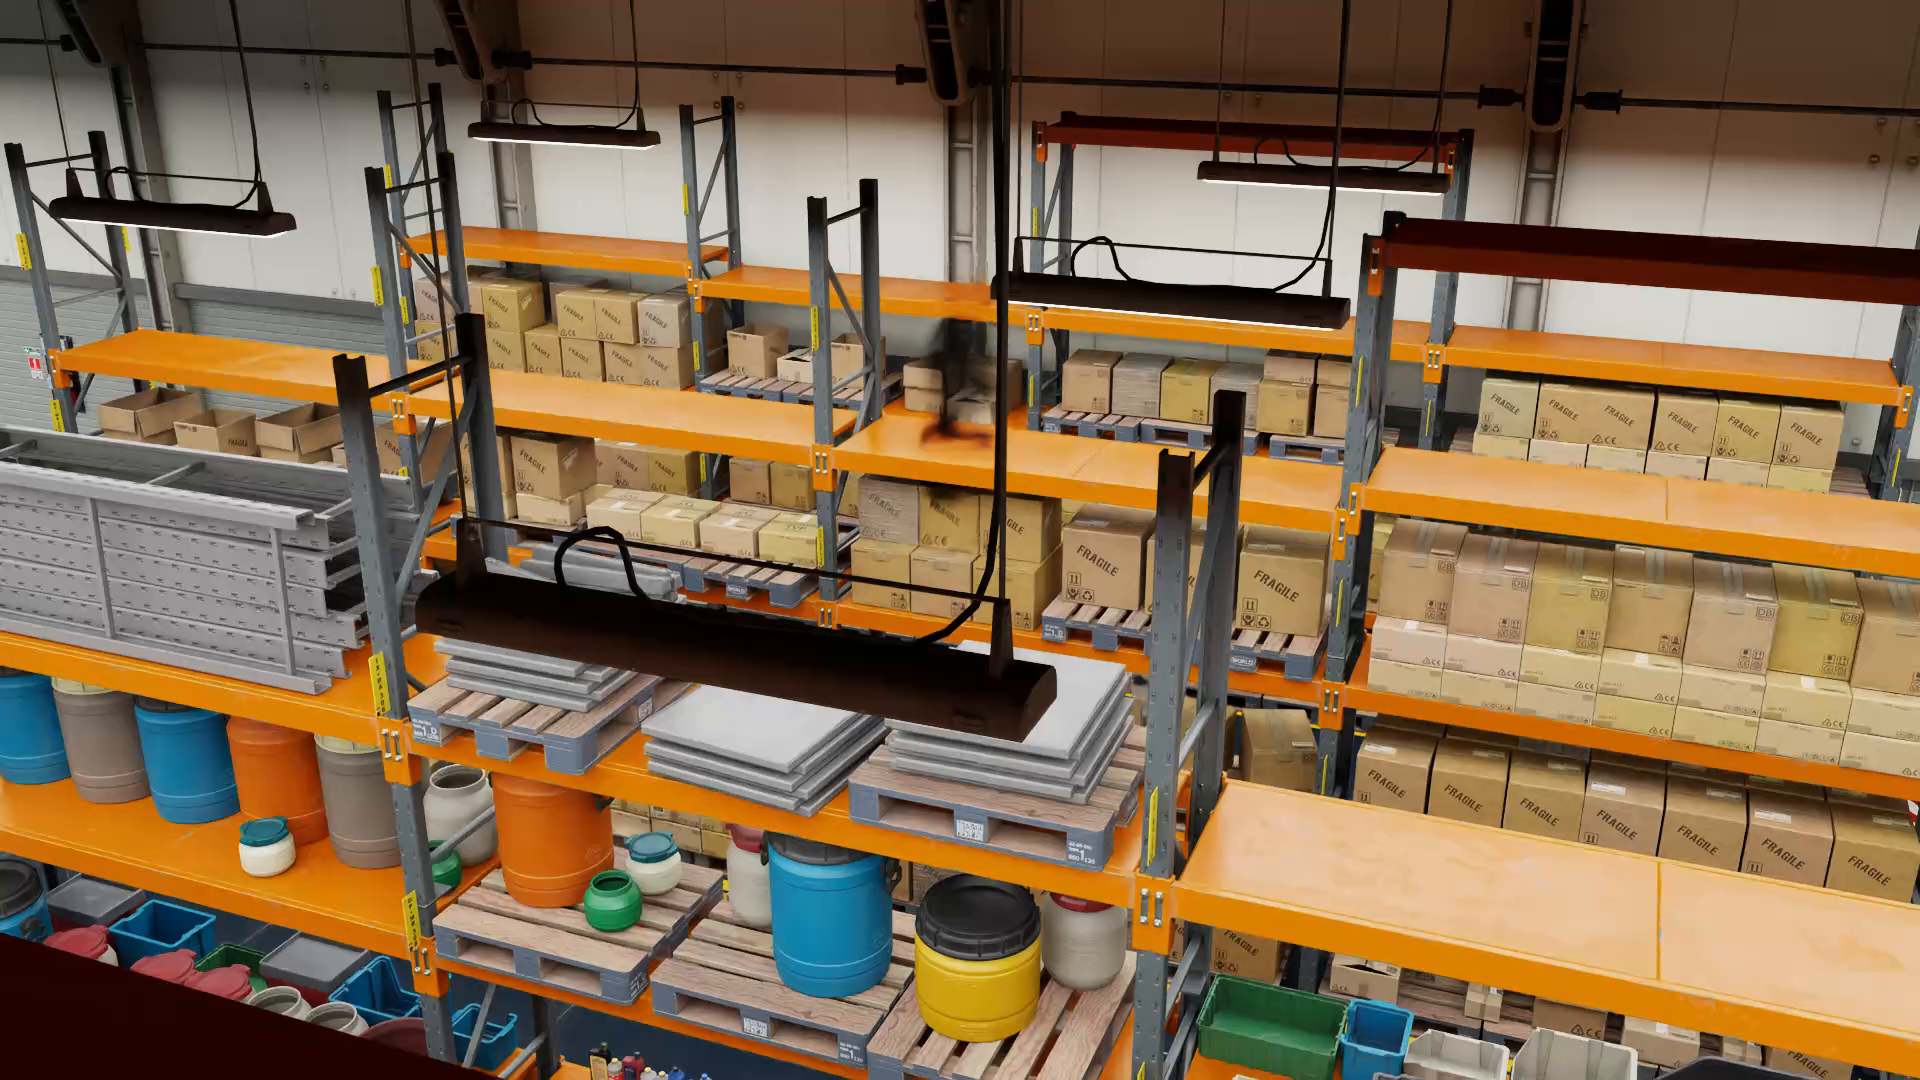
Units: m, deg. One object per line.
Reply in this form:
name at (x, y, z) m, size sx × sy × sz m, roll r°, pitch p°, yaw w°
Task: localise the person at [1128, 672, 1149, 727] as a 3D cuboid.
person at (1.782, 1.600, 15.843) m, size 0.724 × 1.702 × 0.649 m, roll 8°, pitch 22°, yaw 20°
